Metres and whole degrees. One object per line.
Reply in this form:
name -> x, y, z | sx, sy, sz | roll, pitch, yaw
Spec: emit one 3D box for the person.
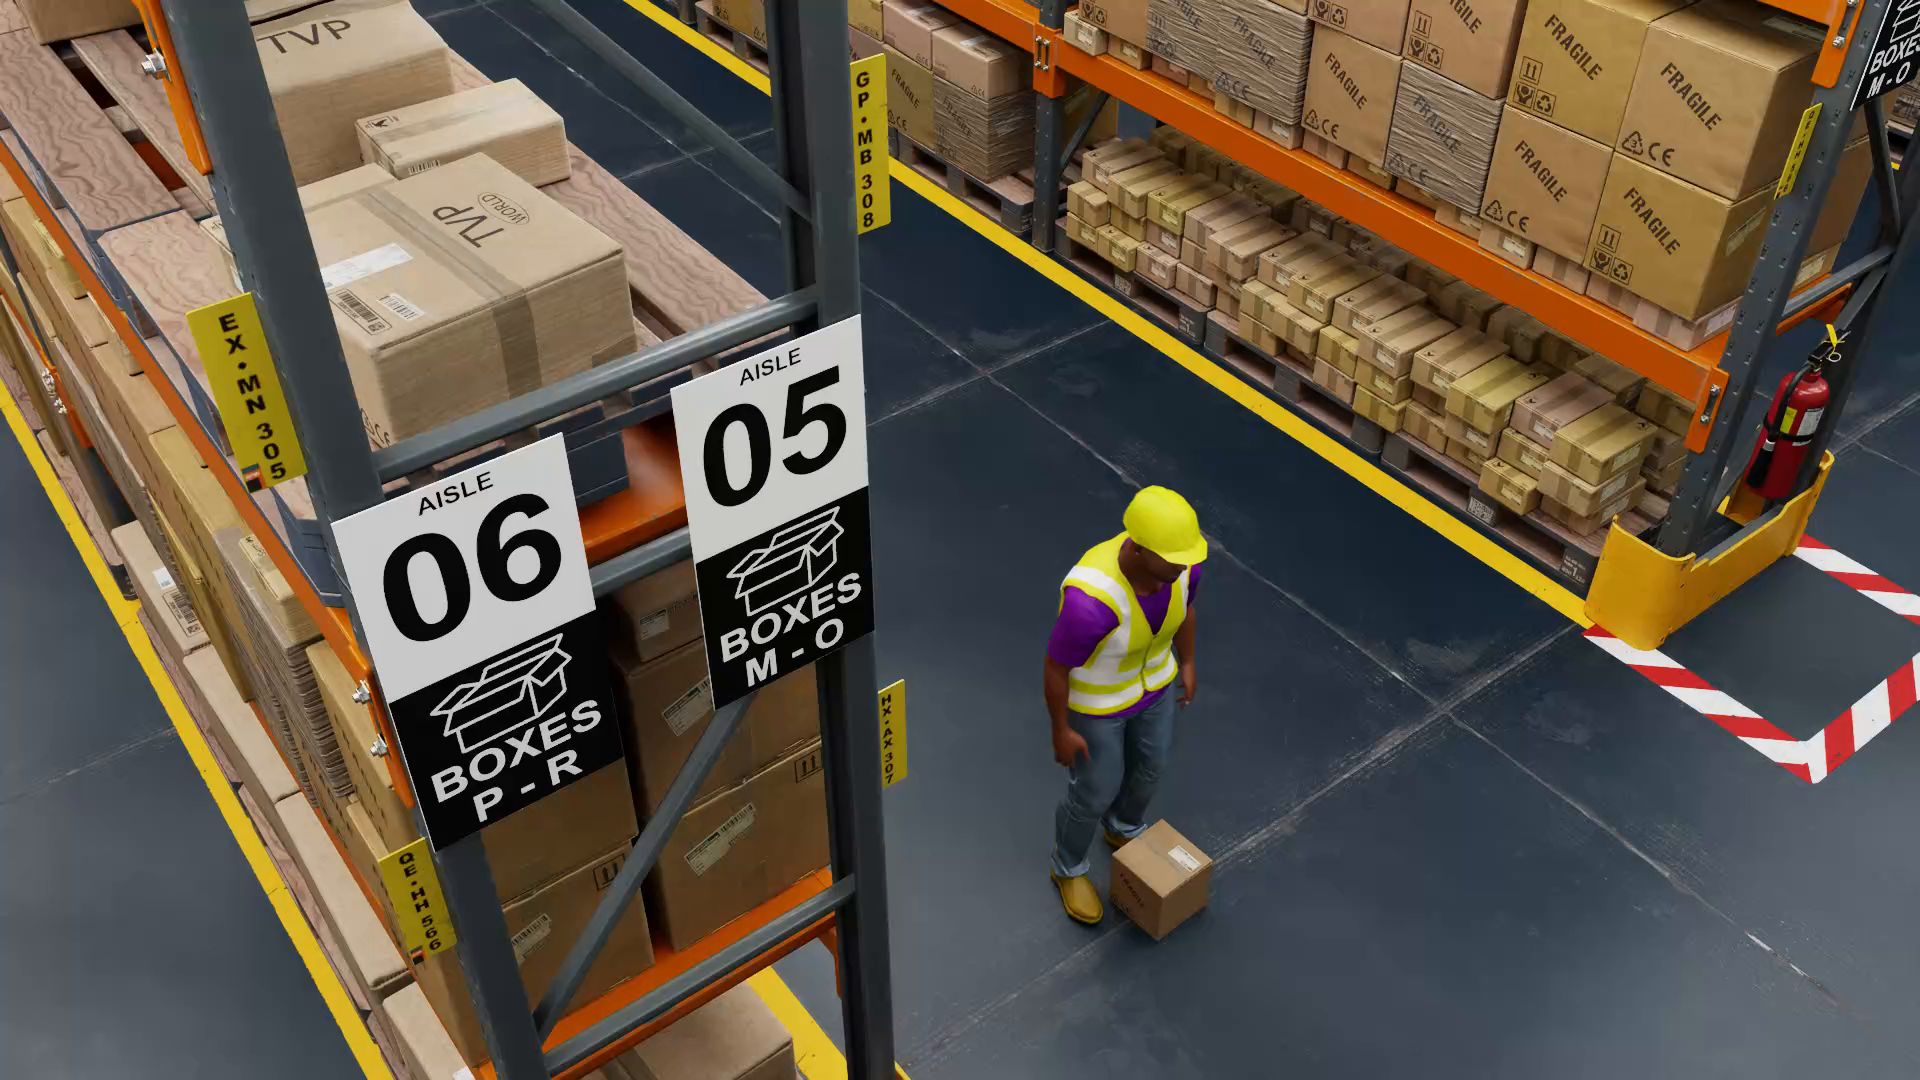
person -> 0.552, 0.516, 5.529 | 0.626, 1.760, 0.461 | -26, 47, -28
